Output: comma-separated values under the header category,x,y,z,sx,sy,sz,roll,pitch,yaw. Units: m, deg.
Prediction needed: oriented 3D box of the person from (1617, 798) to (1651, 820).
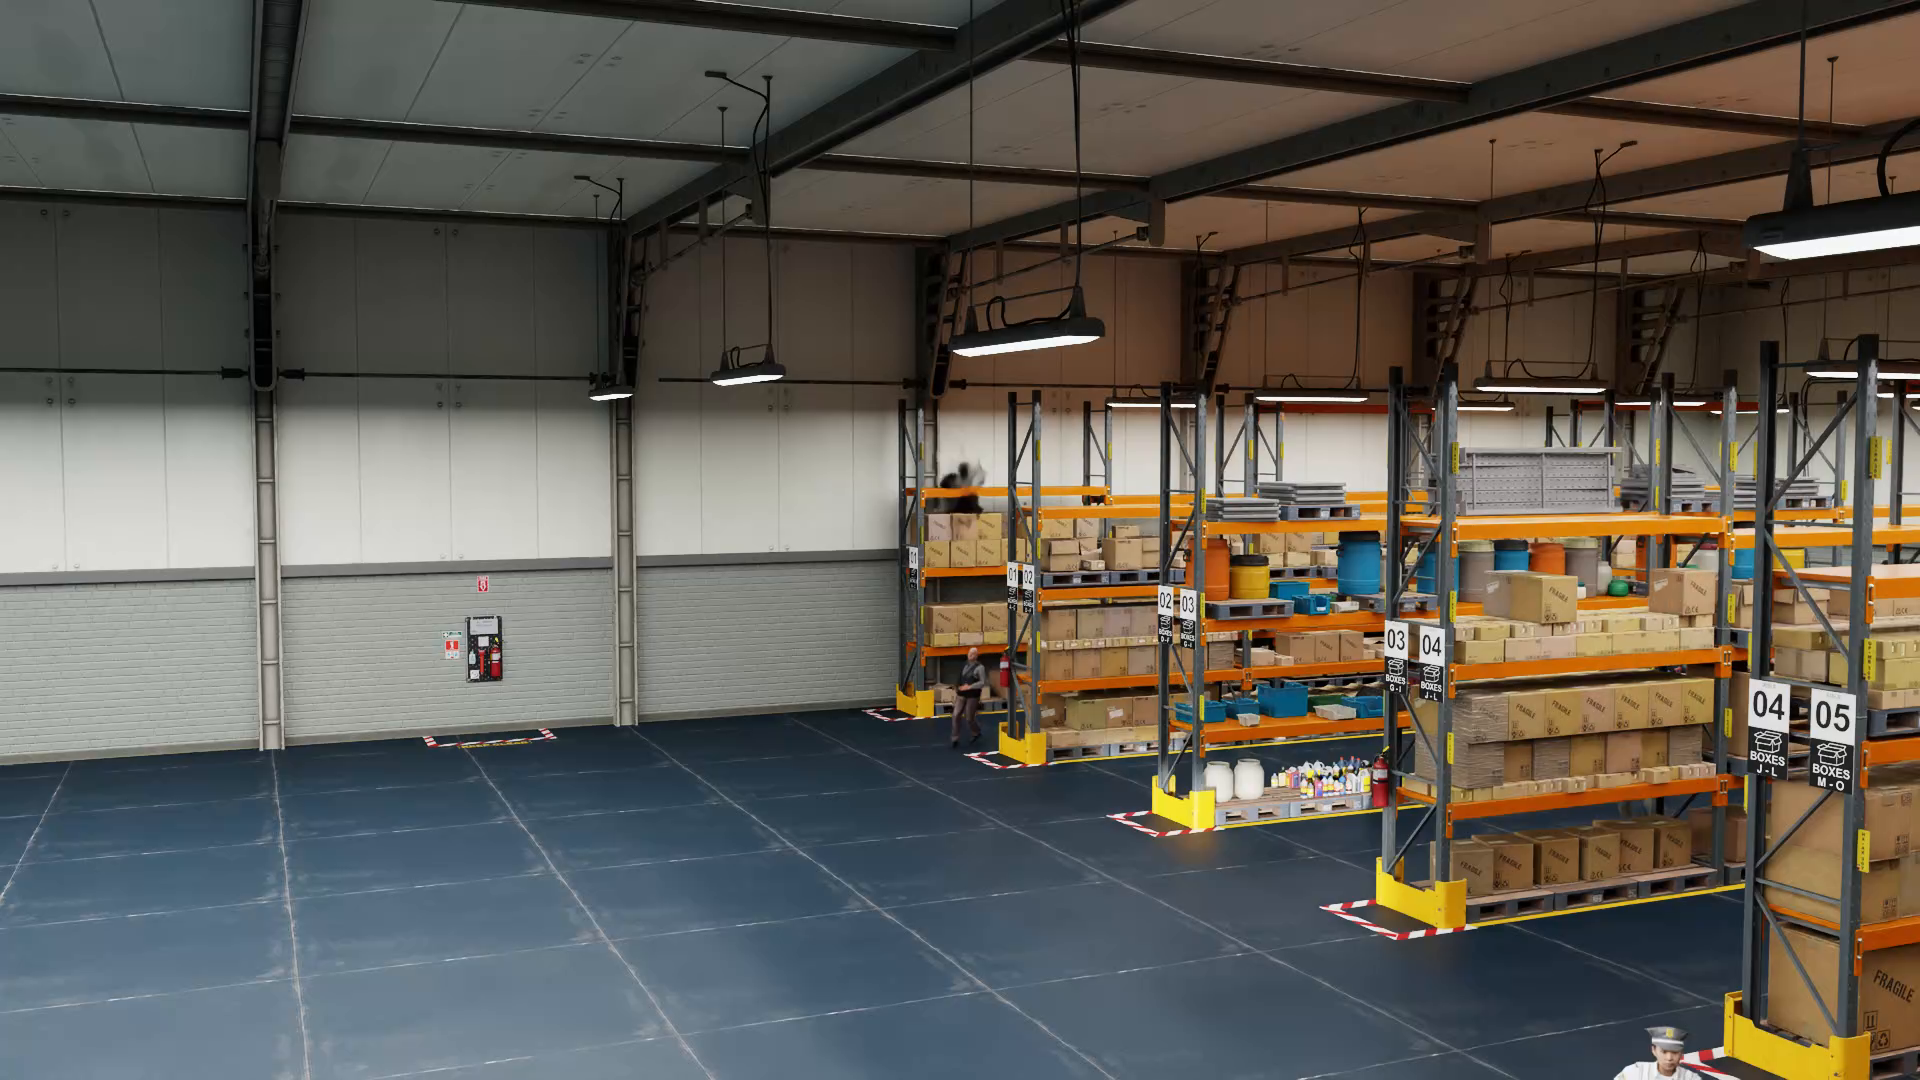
category,x,y,z,sx,sy,sz,roll,pitch,yaw
person,8.794,3.071,21.468,0.738,1.720,0.531,-2,4,-31

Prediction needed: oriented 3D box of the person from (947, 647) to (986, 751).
category,x,y,z,sx,sy,sz,roll,pitch,yaw
person,0.193,2.669,28.111,0.658,1.726,0.828,2,4,37

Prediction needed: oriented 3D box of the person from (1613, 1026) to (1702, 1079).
category,x,y,z,sx,sy,sz,roll,pitch,yaw
person,4.240,3.733,10.058,0.583,1.642,0.700,1,3,14
